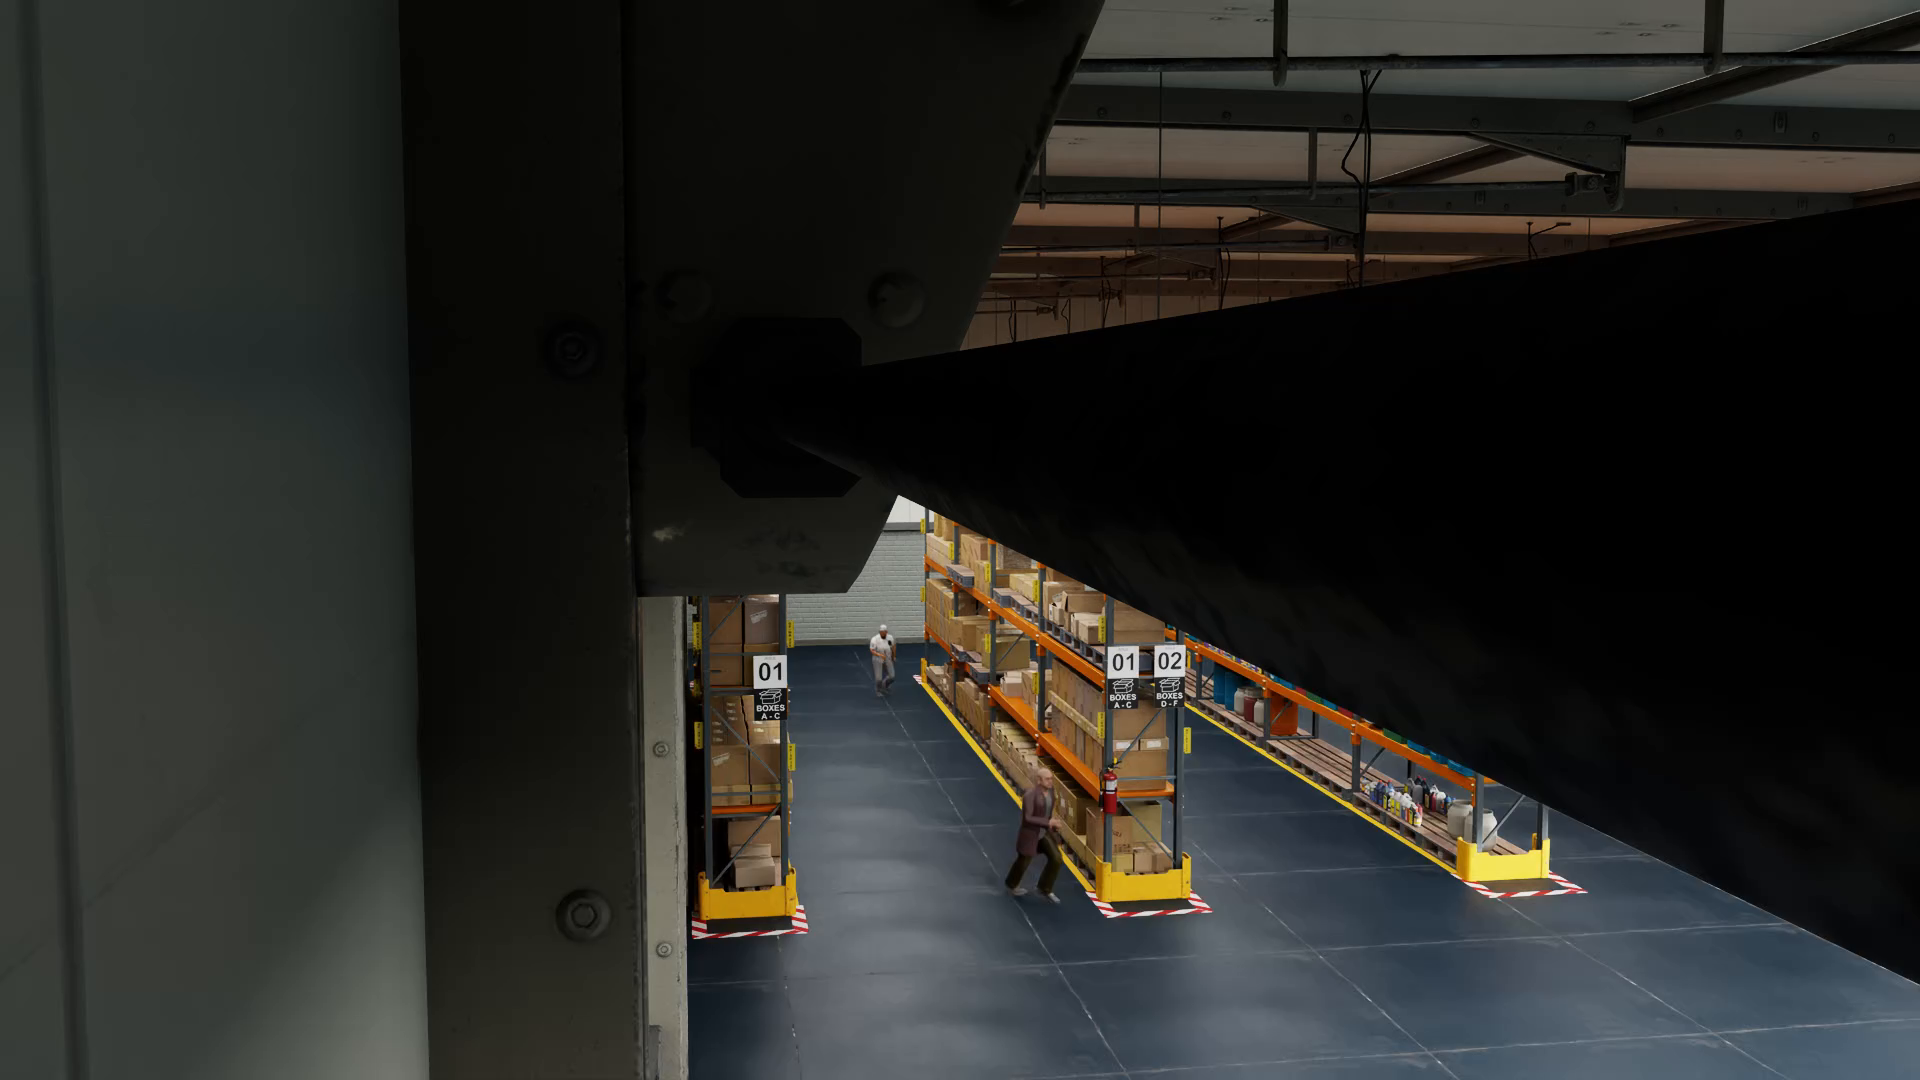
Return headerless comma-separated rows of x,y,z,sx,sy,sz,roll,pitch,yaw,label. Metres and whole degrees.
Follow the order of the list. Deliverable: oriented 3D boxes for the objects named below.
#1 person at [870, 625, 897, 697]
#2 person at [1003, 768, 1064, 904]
-1.593,2.519,34.600,0.598,1.558,0.715,-2,5,-18,person
0.943,3.669,20.664,0.715,1.759,1.003,-4,7,-42,person
